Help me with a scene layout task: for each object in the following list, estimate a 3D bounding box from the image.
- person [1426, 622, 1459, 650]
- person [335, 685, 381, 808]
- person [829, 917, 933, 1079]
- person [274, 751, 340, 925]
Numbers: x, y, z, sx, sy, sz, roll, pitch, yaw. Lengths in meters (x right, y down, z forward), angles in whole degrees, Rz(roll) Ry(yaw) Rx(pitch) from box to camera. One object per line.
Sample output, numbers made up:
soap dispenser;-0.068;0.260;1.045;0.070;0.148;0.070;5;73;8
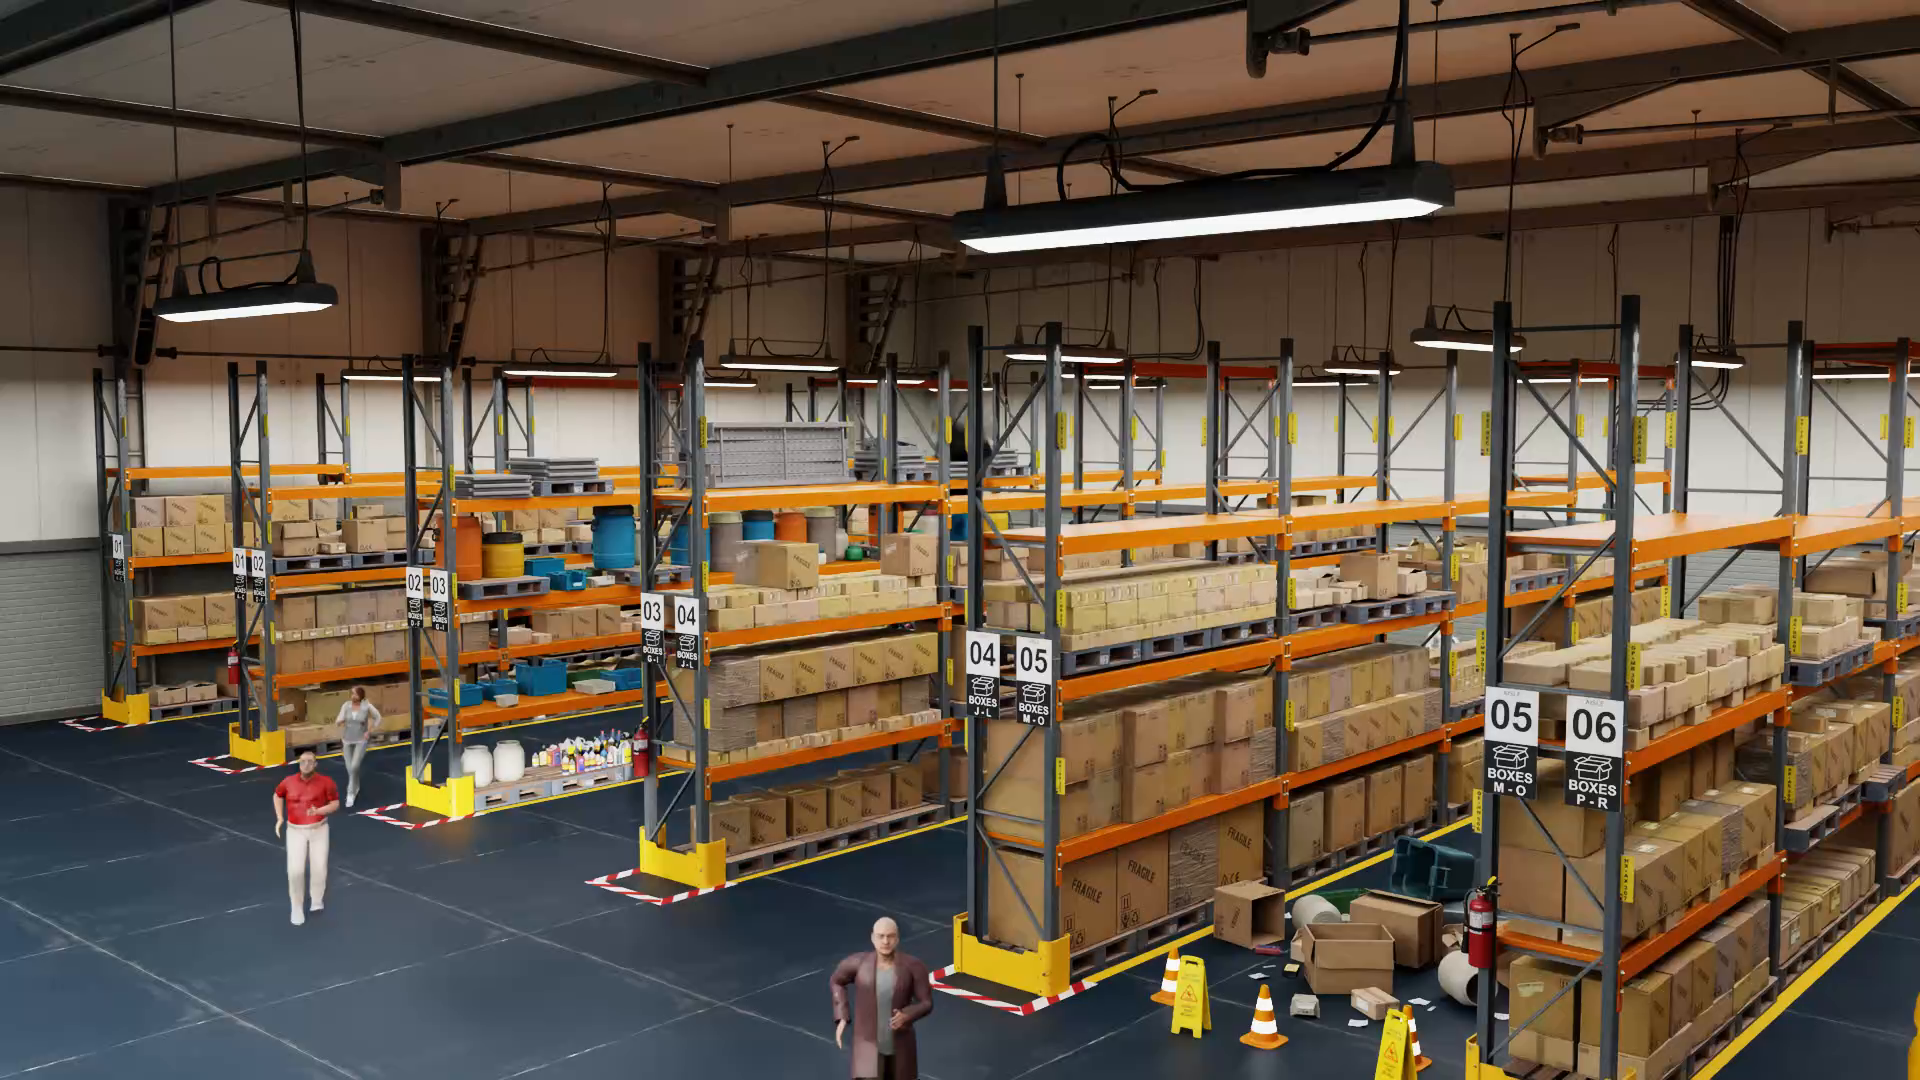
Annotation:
person;8.745;2.151;30.061;0.646;1.648;0.588;0;4;-4
person;-8.058;2.744;22.231;0.536;1.635;0.686;0;4;2
person;-0.521;3.454;11.259;0.677;1.799;0.777;-1;4;-9
person;-6.709;3.060;17.100;0.635;1.774;0.731;-2;5;-21
